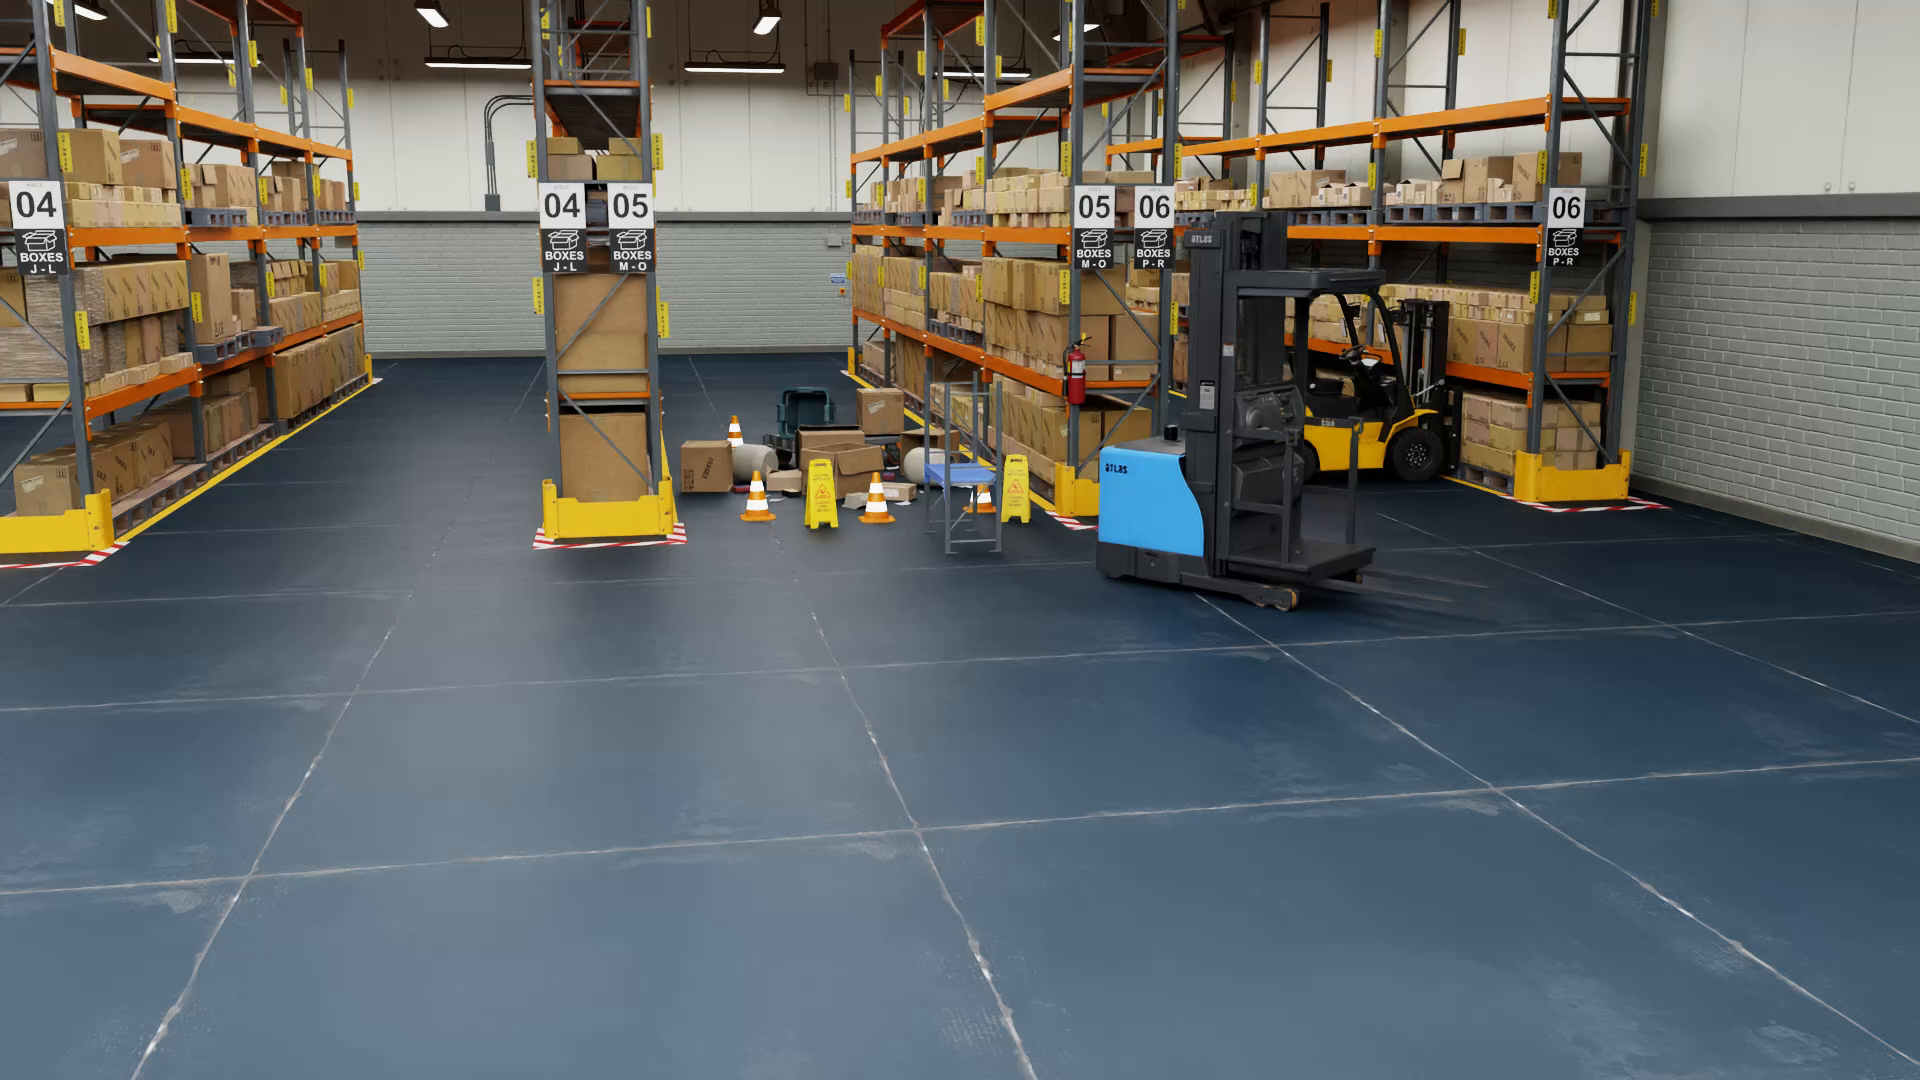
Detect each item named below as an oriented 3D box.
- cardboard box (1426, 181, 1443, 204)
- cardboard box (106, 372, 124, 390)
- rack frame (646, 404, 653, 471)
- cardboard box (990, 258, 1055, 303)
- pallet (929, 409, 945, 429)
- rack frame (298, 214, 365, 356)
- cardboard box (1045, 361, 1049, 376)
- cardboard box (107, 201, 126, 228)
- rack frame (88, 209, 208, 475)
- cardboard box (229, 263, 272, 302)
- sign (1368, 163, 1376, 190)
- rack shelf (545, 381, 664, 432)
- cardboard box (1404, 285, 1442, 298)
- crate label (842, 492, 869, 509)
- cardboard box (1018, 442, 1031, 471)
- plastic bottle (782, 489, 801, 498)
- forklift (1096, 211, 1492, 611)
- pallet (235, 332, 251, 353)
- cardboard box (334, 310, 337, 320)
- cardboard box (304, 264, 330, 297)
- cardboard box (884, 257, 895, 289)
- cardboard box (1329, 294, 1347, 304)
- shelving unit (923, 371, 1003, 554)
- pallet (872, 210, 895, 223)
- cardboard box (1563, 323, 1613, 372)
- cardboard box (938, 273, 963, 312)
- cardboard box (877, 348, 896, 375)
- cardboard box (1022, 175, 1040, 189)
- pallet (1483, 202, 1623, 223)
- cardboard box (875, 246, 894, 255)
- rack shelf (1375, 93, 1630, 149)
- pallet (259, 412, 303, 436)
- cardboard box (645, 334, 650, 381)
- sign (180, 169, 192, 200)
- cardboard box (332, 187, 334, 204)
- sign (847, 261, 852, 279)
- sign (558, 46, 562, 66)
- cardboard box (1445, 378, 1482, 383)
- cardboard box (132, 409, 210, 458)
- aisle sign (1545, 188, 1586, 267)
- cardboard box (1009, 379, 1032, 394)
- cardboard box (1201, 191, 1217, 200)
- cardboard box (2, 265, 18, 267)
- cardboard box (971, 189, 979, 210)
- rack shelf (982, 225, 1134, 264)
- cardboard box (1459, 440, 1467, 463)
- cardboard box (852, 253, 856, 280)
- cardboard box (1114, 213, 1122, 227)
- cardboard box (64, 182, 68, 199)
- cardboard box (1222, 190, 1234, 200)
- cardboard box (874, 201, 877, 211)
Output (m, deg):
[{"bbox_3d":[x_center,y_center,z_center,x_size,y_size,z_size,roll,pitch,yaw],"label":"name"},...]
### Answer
[{"bbox_3d":[5.642,-4.035,19.318,0.396,0.266,0.258,-2,11,-12],"label":"cardboard box"},{"bbox_3d":[-8.156,-1.501,15.734,0.380,0.149,0.250,-2,11,-11],"label":"cardboard box"},{"bbox_3d":[-4.053,-2.275,19.128,1.000,3.000,0.127,-2,11,-11],"label":"rack frame"},{"bbox_3d":[0.733,-2.977,19.079,0.700,0.500,0.500,-2,11,-11],"label":"cardboard box"},{"bbox_3d":[0.155,-1.694,23.533,1.003,0.211,1.213,-2,11,-11],"label":"pallet"},{"bbox_3d":[-11.272,-4.314,29.841,1.000,3.000,0.127,-2,11,-11],"label":"rack frame"},{"bbox_3d":[1.091,-1.768,17.134,0.380,0.149,0.250,-2,11,-12],"label":"cardboard box"},{"bbox_3d":[-8.199,-3.063,15.644,0.500,0.250,0.500,-2,11,-11],"label":"cardboard box"},{"bbox_3d":[-8.938,-2.113,18.277,1.000,3.000,0.127,-2,11,-11],"label":"rack frame"},{"bbox_3d":[-9.842,-3.524,22.736,0.797,0.503,0.637,-2,11,-9],"label":"cardboard box"},{"bbox_3d":[5.121,-4.516,20.652,0.100,0.325,0.005,-2,11,-11],"label":"sign"},{"bbox_3d":[-3.664,-1.555,17.268,1.077,0.370,4.000,-2,11,-11],"label":"rack shelf"},{"bbox_3d":[5.620,-3.008,20.183,0.380,0.149,0.250,-2,11,-12],"label":"cardboard box"},{"bbox_3d":[-1.025,-0.405,16.958,0.250,0.136,0.298,-9,14,-40],"label":"crate label"},{"bbox_3d":[0.939,-0.925,18.266,0.500,0.250,0.500,-3,11,-13],"label":"cardboard box"},{"bbox_3d":[-1.806,-0.502,17.671,0.133,0.061,0.283,-6,13,-31],"label":"plastic bottle"},{"bbox_3d":[2.551,-1.020,12.719,3.031,2.935,1.130,9,14,40],"label":"forklift"},{"bbox_3d":[-9.291,-2.391,20.250,1.003,0.211,1.213,-2,11,-11],"label":"pallet"},{"bbox_3d":[-10.381,-3.668,27.118,0.380,0.149,0.250,-2,11,-13],"label":"cardboard box"},{"bbox_3d":[-10.336,-4.119,26.413,0.500,0.500,0.500,-2,11,-11],"label":"cardboard box"},{"bbox_3d":[-0.970,-4.390,27.298,0.500,0.500,0.500,-2,11,-10],"label":"cardboard box"},{"bbox_3d":[5.122,-3.214,22.059,0.380,0.149,0.250,-2,11,-13],"label":"cardboard box"},{"bbox_3d":[0.017,-0.721,14.974,0.538,1.500,1.048,-2,11,-11],"label":"shelving unit"},{"bbox_3d":[-0.922,-5.521,28.398,1.003,0.211,1.213,-2,11,-11],"label":"pallet"},{"bbox_3d":[6.605,-2.071,17.790,0.500,0.500,0.500,-2,11,-9],"label":"cardboard box"},{"bbox_3d":[-0.026,-3.423,22.970,0.500,0.500,0.500,-2,11,-8],"label":"cardboard box"},{"bbox_3d":[-0.965,-3.172,29.568,0.875,0.438,0.875,-2,11,-13],"label":"cardboard box"},{"bbox_3d":[0.874,-3.813,17.726,0.380,0.149,0.250,-2,11,-10],"label":"cardboard box"},{"bbox_3d":[6.317,-3.482,17.683,1.003,0.211,1.213,-2,11,-11],"label":"pallet"},{"bbox_3d":[-1.280,-5.034,28.944,0.380,0.149,0.250,-2,11,-11],"label":"cardboard box"},{"bbox_3d":[6.040,-4.685,18.739,1.077,0.370,4.000,-2,11,-11],"label":"rack shelf"},{"bbox_3d":[-9.795,-1.624,23.167,1.003,0.211,1.213,-2,11,-11],"label":"pallet"},{"bbox_3d":[-3.506,-1.889,16.698,0.875,0.550,0.550,-2,11,-11],"label":"cardboard box"},{"bbox_3d":[-8.407,-3.862,18.060,0.100,0.325,0.005,-2,11,-11],"label":"sign"},{"bbox_3d":[-11.127,-5.891,28.446,0.700,0.500,0.500,-3,11,-13],"label":"cardboard box"},{"bbox_3d":[-2.097,-5.120,31.546,0.100,0.325,0.005,-2,11,-11],"label":"sign"},{"bbox_3d":[-5.361,-6.432,22.213,0.100,0.325,0.005,-2,11,-11],"label":"sign"},{"bbox_3d":[6.050,-1.826,20.325,0.500,0.250,0.500,-2,11,-12],"label":"cardboard box"},{"bbox_3d":[-9.036,-1.215,19.066,0.700,0.500,0.500,-3,11,-15],"label":"cardboard box"},{"bbox_3d":[6.154,-3.176,16.906,0.394,0.787,0.004,-2,11,-11],"label":"aisle sign"},{"bbox_3d":[0.755,-1.730,18.752,0.380,0.149,0.250,-1,11,-8],"label":"cardboard box"},{"bbox_3d":[4.080,-5.523,26.654,0.380,0.149,0.250,-2,11,-11],"label":"cardboard box"},{"bbox_3d":[-8.707,-2.341,15.738,0.500,0.500,0.500,-2,11,-11],"label":"cardboard box"},{"bbox_3d":[0.434,-4.275,20.889,0.500,0.250,0.500,-2,11,-10],"label":"cardboard box"},{"bbox_3d":[1.172,-3.227,18.031,1.077,0.370,4.000,-2,11,-11],"label":"rack shelf"},{"bbox_3d":[5.852,-1.035,18.843,0.500,0.250,0.500,-2,11,-10],"label":"cardboard box"},{"bbox_3d":[-1.737,-5.117,31.114,0.500,0.500,0.500,-2,11,-12],"label":"cardboard box"},{"bbox_3d":[1.676,-3.208,16.677,0.380,0.149,0.250,-2,11,-13],"label":"cardboard box"},{"bbox_3d":[-7.987,-3.034,14.429,0.380,0.149,0.250,-2,11,-11],"label":"cardboard box"},{"bbox_3d":[4.315,-5.374,25.928,0.380,0.149,0.250,-2,11,-12],"label":"cardboard box"},{"bbox_3d":[-1.263,-5.701,28.383,0.380,0.149,0.250,-2,11,-10],"label":"cardboard box"}]
